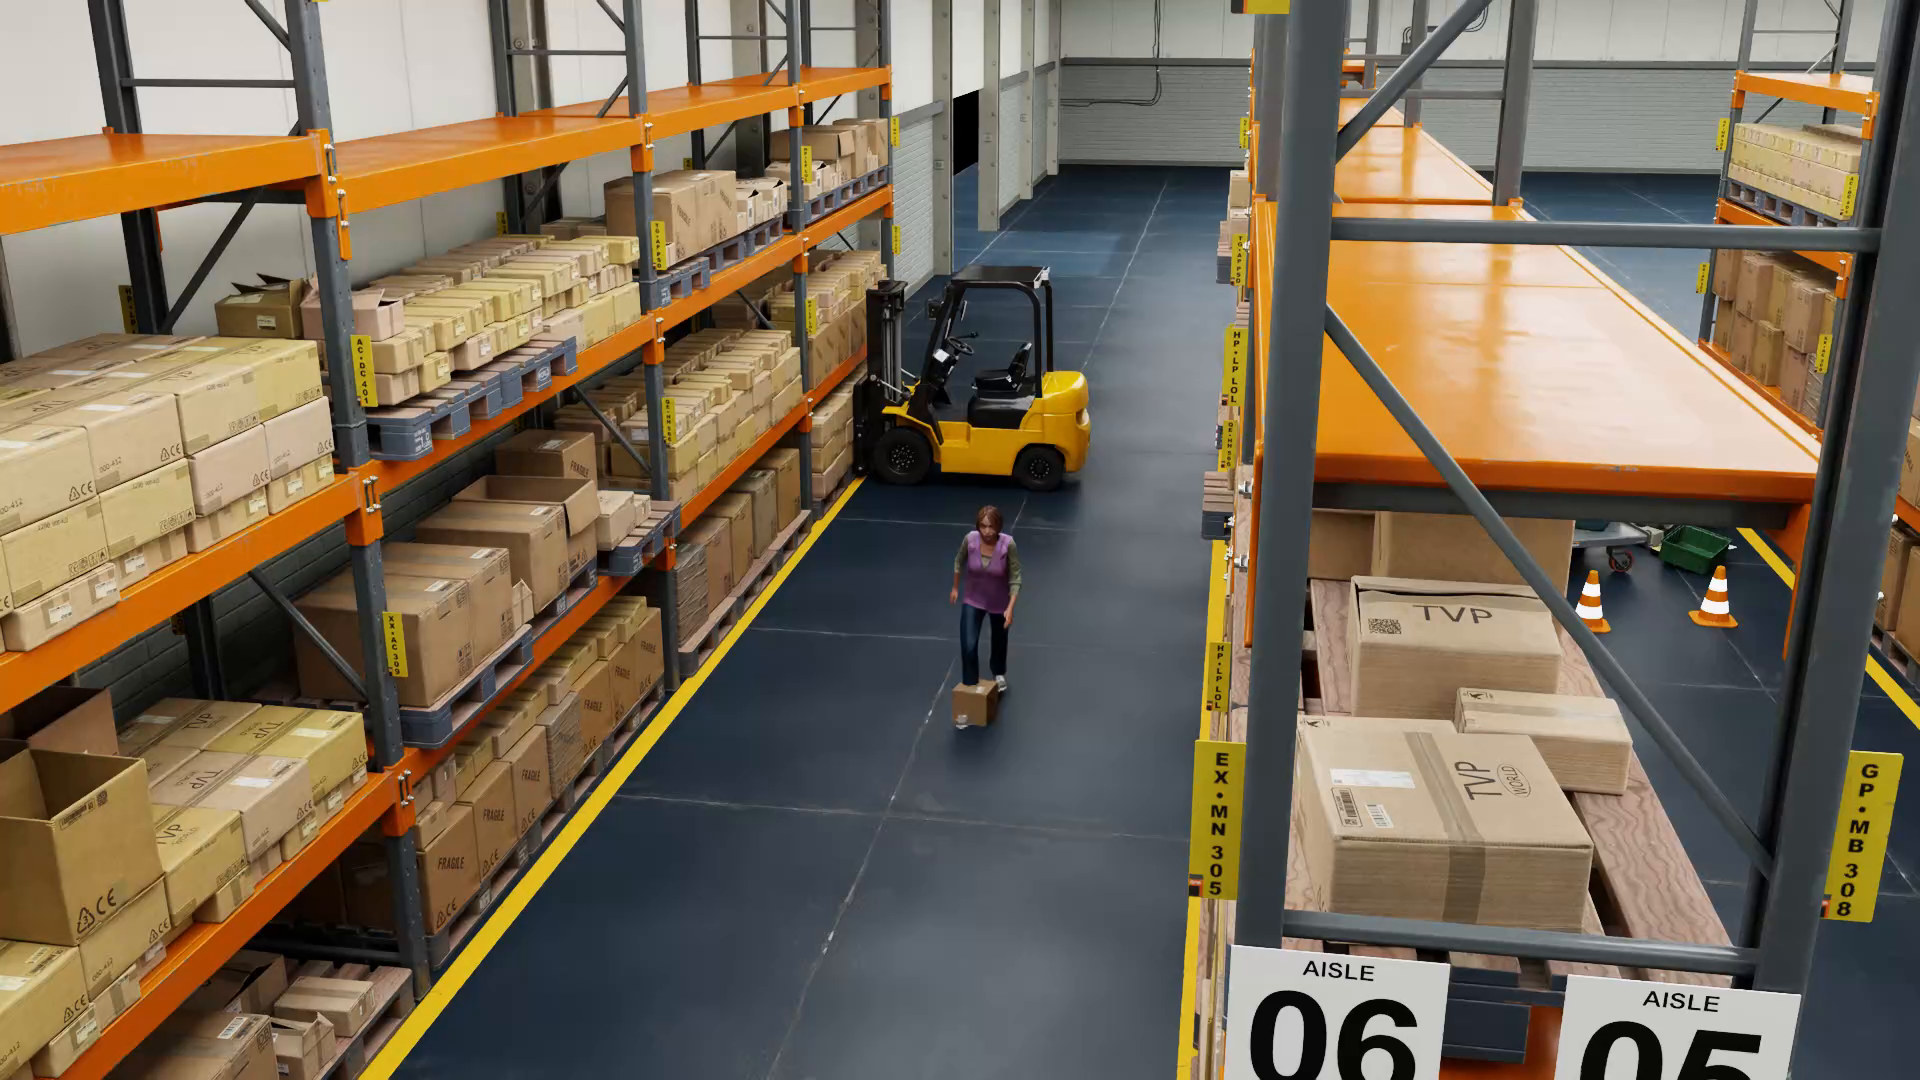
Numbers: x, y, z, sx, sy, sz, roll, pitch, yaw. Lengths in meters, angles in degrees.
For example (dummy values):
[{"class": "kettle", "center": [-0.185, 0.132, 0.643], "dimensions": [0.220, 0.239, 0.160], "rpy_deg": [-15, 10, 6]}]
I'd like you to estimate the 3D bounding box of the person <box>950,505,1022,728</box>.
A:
[{"class": "person", "center": [0.176, 0.460, 11.763], "dimensions": [0.520, 1.549, 0.855], "rpy_deg": [1, 18, 3]}]
